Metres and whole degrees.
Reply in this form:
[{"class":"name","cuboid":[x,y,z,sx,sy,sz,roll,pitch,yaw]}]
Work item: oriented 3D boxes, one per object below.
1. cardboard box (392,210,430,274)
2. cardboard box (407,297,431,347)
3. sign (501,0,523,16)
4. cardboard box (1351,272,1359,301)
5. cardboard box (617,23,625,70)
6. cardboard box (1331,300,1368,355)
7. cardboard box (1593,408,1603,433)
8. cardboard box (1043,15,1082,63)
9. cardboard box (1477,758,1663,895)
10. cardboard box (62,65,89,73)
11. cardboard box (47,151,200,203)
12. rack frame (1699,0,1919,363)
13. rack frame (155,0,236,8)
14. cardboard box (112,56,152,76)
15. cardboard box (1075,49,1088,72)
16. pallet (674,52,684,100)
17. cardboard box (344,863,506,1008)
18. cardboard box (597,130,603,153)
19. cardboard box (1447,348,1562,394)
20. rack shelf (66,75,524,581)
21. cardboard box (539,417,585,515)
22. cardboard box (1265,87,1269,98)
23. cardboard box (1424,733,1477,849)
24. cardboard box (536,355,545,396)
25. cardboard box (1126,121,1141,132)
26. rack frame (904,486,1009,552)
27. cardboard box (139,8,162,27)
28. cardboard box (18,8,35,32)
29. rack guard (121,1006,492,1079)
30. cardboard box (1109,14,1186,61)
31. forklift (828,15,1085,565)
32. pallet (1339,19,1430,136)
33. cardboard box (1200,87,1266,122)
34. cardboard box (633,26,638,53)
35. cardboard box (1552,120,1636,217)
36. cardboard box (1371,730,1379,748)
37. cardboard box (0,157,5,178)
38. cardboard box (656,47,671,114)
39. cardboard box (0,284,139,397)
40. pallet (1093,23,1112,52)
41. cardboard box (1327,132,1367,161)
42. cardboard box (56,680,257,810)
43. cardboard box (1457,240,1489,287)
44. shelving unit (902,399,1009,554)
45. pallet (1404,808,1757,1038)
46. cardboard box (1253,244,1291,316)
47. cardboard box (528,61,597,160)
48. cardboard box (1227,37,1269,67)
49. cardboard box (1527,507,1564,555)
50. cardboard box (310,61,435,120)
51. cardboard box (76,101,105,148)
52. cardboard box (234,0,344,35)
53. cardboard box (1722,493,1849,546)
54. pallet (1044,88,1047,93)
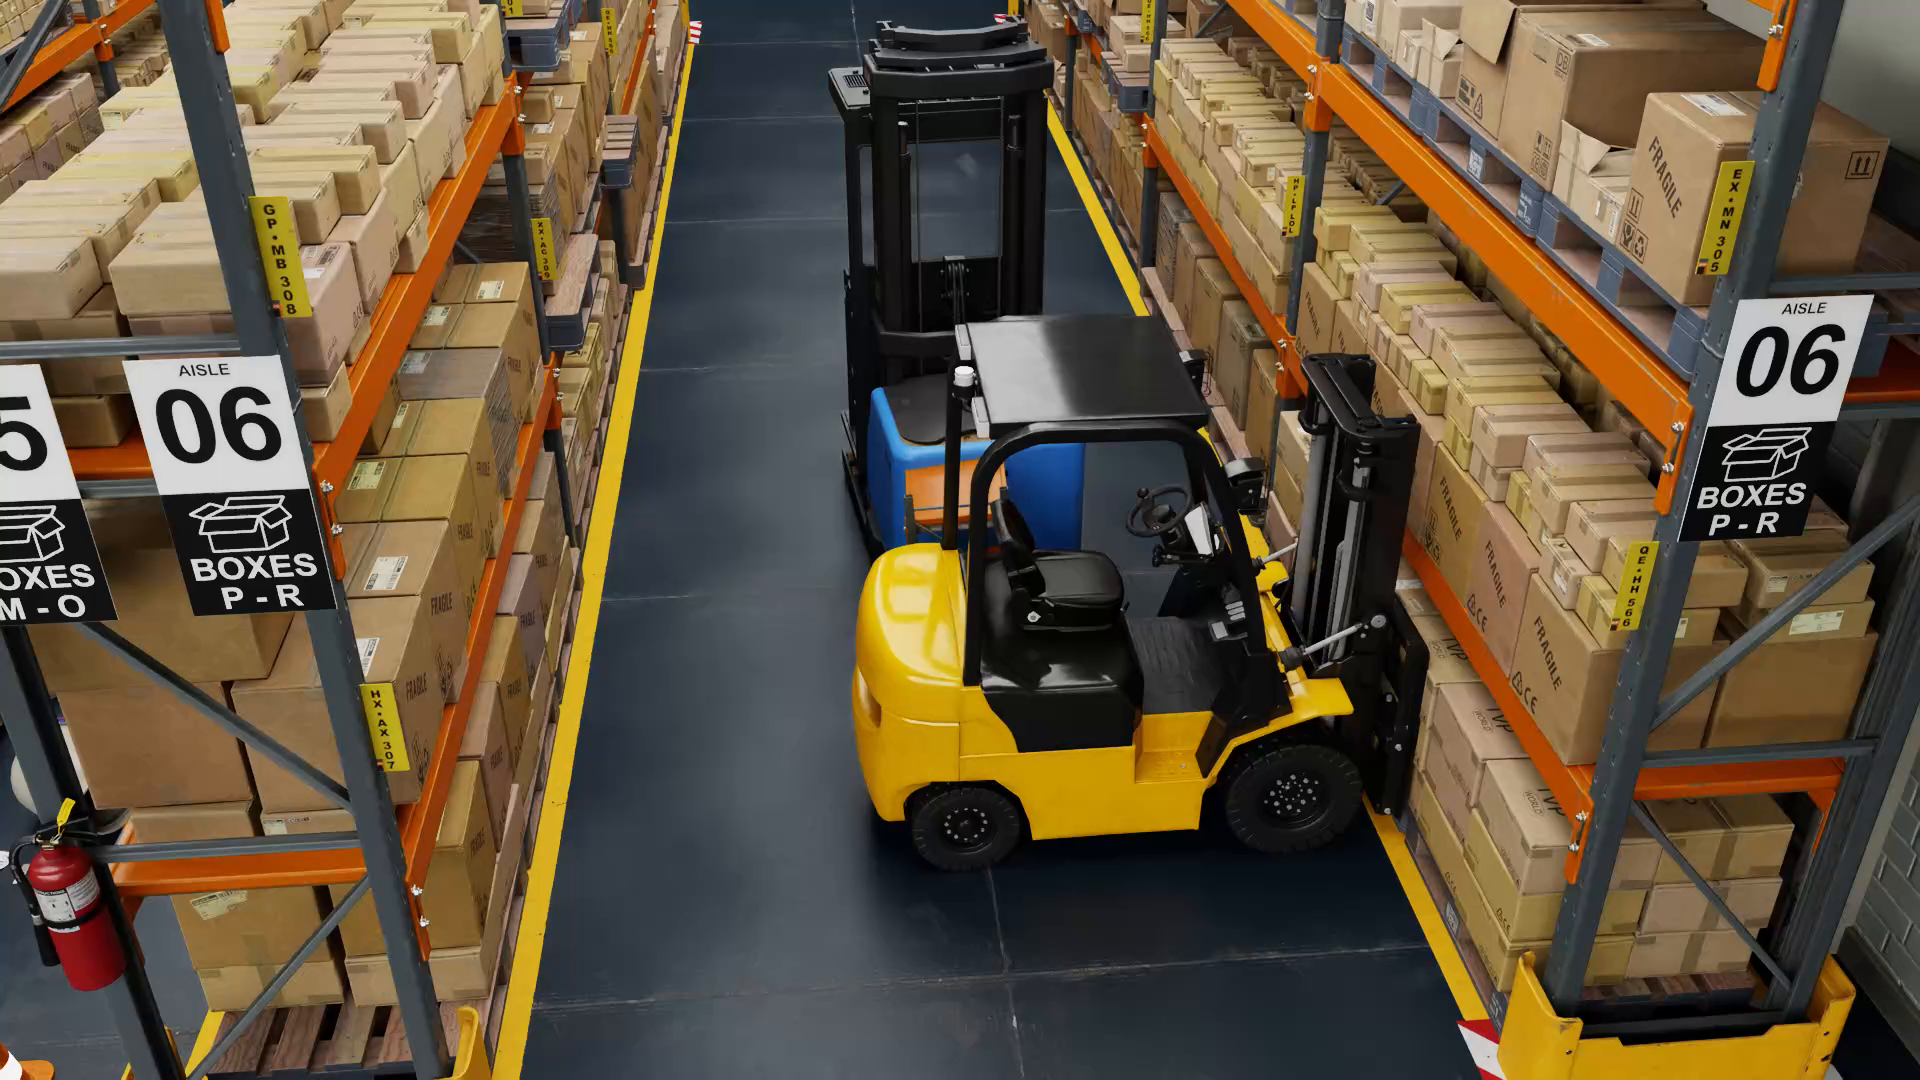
[{"class":"cardboard box","cuboid":[-2.114,-1.058,5.915,0.380,0.149,0.250,-2,31,-4]},{"class":"cardboard box","cuboid":[-2.804,-1.178,7.435,0.700,0.500,0.500,-3,31,-4]},{"class":"sign","cuboid":[-2.116,-2.615,7.774,0.100,0.325,0.005,-3,31,-5]},{"class":"cardboard box","cuboid":[2.132,-1.197,8.099,0.380,0.149,0.250,-3,31,-5]},{"class":"cardboard box","cuboid":[-2.878,-3.802,12.849,0.500,0.250,0.500,-2,31,-3]},{"class":"cardboard box","cuboid":[2.133,-0.854,8.157,0.500,0.500,0.500,-2,31,-4]},{"class":"cardboard box","cuboid":[2.837,-0.440,6.831,0.380,0.149,0.250,-2,31,-3]},{"class":"cardboard box","cuboid":[1.266,-5.264,17.666,0.700,0.500,0.500,-4,31,-6]},{"class":"cardboard box","cuboid":[2.306,1.078,6.317,0.500,0.250,0.500,-2,31,-3]},{"class":"cardboard box","cuboid":[-8.708,-4.507,16.161,0.380,0.149,0.250,-3,31,-5]},{"class":"cardboard box","cuboid":[-2.608,-1.109,5.224,0.380,0.149,0.250,-3,31,-4]},{"class":"rack frame","cuboid":[2.660,-1.848,4.069,1.000,3.000,0.127,-3,31,-5]},{"class":"rack frame","cuboid":[-8.696,-6.913,18.399,1.000,3.000,0.127,-3,31,-5]},{"class":"cardboard box","cuboid":[-8.234,-4.671,16.435,0.380,0.149,0.250,-4,31,-6]},{"class":"cardboard box","cuboid":[1.307,-4.589,15.904,0.380,0.149,0.250,-1,31,-2]},{"class":"pallet","cuboid":[-3.513,-4.979,17.880,1.003,0.211,1.213,-3,31,-5]},{"class":"cardboard box","cuboid":[-2.082,1.542,6.515,0.500,0.250,0.500,-3,31,-5]},{"class":"cardboard box","cuboid":[-2.583,-2.645,11.089,0.380,0.149,0.250,-4,31,-7]},{"class":"cardboard box","cuboid":[2.268,-0.678,6.939,0.380,0.149,0.250,-2,31,-4]},{"class":"rack shelf","cuboid":[-2.468,-1.033,6.331,1.077,0.370,4.000,-3,31,-5]},{"class":"cardboard box","cuboid":[-2.707,-0.395,9.640,0.950,0.372,0.625,-2,31,-4]},{"class":"cardboard box","cuboid":[2.281,-3.031,11.557,0.500,0.250,0.500,-2,31,-4]},{"class":"cardboard box","cuboid":[2.267,1.023,6.897,0.500,0.250,0.500,-3,31,-5]},{"class":"cardboard box","cuboid":[-2.322,-0.818,8.439,0.380,0.149,0.250,-3,31,-5]},{"class":"cardboard box","cuboid":[1.598,-3.394,13.903,0.380,0.149,0.250,-2,31,-3]},{"class":"rack frame","cuboid":[0.023,0.251,8.198,0.500,1.125,0.032,-5,31,0]},{"class":"cardboard box","cuboid":[-8.839,-5.706,18.169,0.380,0.149,0.250,-2,31,-4]},{"class":"cardboard box","cuboid":[-8.018,-4.362,13.964,0.380,0.149,0.250,-4,31,-7]},{"class":"rack guard","cuboid":[-2.289,2.001,5.912,1.175,0.500,0.348,-3,31,-5]},{"class":"cardboard box","cuboid":[1.492,-3.996,13.252,0.500,0.250,0.500,-4,31,-7]},{"class":"forklift","cuboid":[-0.122,-1.574,9.527,1.130,2.935,3.031,-6,31,-10]},{"class":"pallet","cuboid":[2.392,-2.131,7.553,1.003,0.211,1.213,-3,31,-5]},{"class":"cardboard box","cuboid":[1.780,-2.843,10.855,0.380,0.149,0.250,-2,31,-4]},{"class":"cardboard box","cuboid":[-3.035,-4.360,14.270,0.500,0.250,0.500,-4,31,-6]},{"class":"cardboard box","cuboid":[2.257,-1.264,5.640,0.396,0.266,0.258,-3,31,-4]},{"class":"cardboard box","cuboid":[2.156,0.728,7.878,0.500,0.250,0.500,-2,31,-3]},{"class":"cardboard box","cuboid":[-7.819,-2.881,12.944,0.500,0.250,0.500,-3,31,-5]},{"class":"cardboard box","cuboid":[-3.355,-4.566,16.558,0.875,0.438,0.875,-3,31,-5]},{"class":"cardboard box","cuboid":[-2.598,-0.633,4.815,0.500,0.250,0.500,-3,31,-5]},{"class":"pallet","cuboid":[1.726,-4.268,14.157,1.003,0.211,1.213,-3,31,-5]},{"class":"cardboard box","cuboid":[2.429,-2.351,10.031,0.380,0.149,0.250,-3,31,-5]},{"class":"cardboard box","cuboid":[-2.607,0.532,5.546,0.500,0.500,0.500,-3,31,-5]},{"class":"cardboard box","cuboid":[2.637,-1.351,8.067,0.380,0.149,0.250,-3,31,-5]},{"class":"shelving unit","cuboid":[0.005,-0.011,8.633,0.538,1.125,1.048,-5,31,0]},{"class":"pallet","cuboid":[2.547,1.536,6.973,1.003,0.211,1.213,-3,31,-5]},{"class":"cardboard box","cuboid":[1.979,-1.496,9.475,0.500,0.250,0.500,-2,31,-3]},{"class":"cardboard box","cuboid":[-2.602,-2.729,10.596,0.500,0.500,0.500,-5,31,-8]},{"class":"cardboard box","cuboid":[2.144,-3.522,11.992,0.380,0.149,0.250,-2,31,-3]},{"class":"cardboard box","cuboid":[2.332,-0.022,6.132,0.380,0.149,0.250,-2,31,-4]},{"class":"cardboard box","cuboid":[-2.168,-1.659,6.145,0.380,0.149,0.250,-2,31,-4]},{"class":"cardboard box","cuboid":[-8.002,-3.612,14.901,0.500,0.500,0.500,-3,31,-6]},{"class":"cardboard box","cuboid":[-2.898,-2.290,7.201,0.380,0.149,0.250,-2,31,-3]},{"class":"cardboard box","cuboid":[2.879,-0.042,5.876,0.380,0.149,0.250,-2,31,-3]},{"class":"pallet","cuboid":[1.358,-5.177,18.212,1.003,0.211,1.213,-3,31,-5]}]
